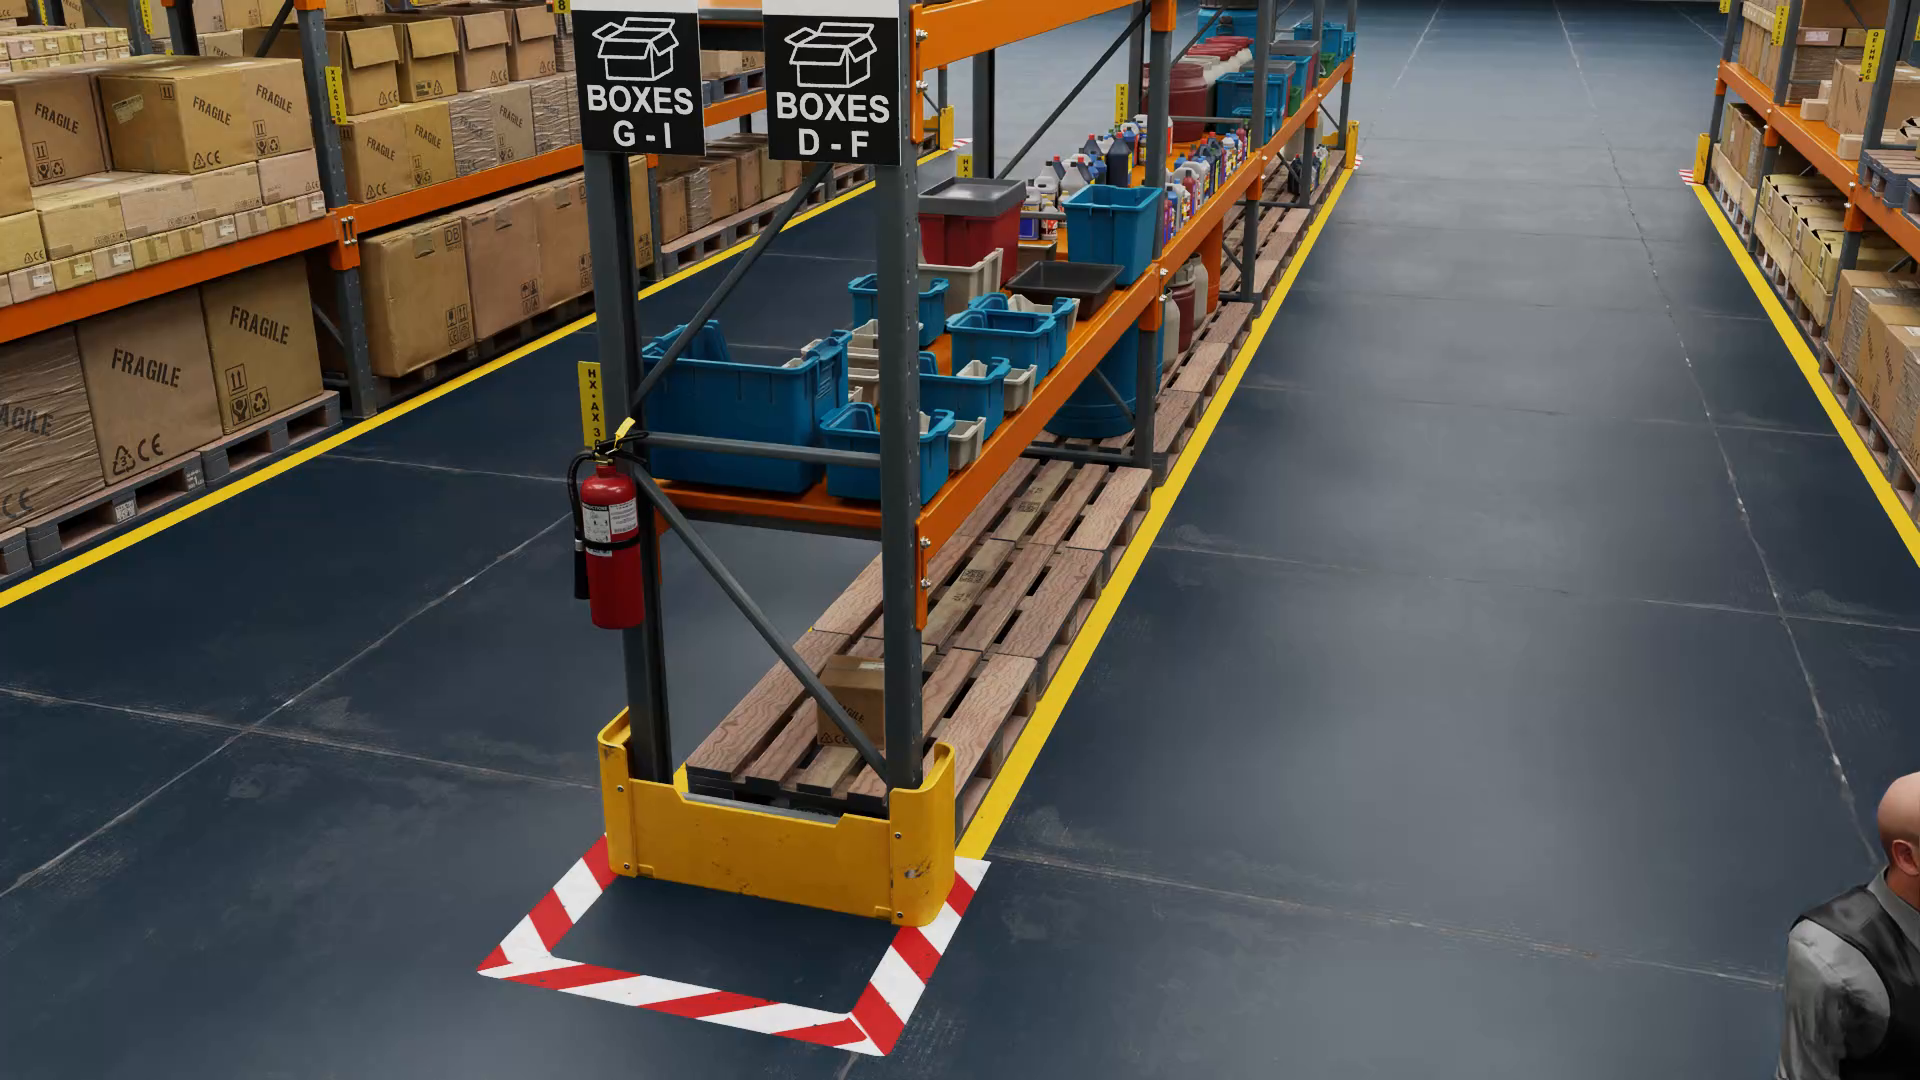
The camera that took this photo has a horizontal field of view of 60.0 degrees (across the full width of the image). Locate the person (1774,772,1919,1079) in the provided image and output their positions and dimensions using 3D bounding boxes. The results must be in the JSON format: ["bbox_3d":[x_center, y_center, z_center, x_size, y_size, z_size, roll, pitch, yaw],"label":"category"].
[{"bbox_3d":[1.707,1.243,3.149,0.526,1.610,0.842,-6,22,-14],"label":"person"}]
